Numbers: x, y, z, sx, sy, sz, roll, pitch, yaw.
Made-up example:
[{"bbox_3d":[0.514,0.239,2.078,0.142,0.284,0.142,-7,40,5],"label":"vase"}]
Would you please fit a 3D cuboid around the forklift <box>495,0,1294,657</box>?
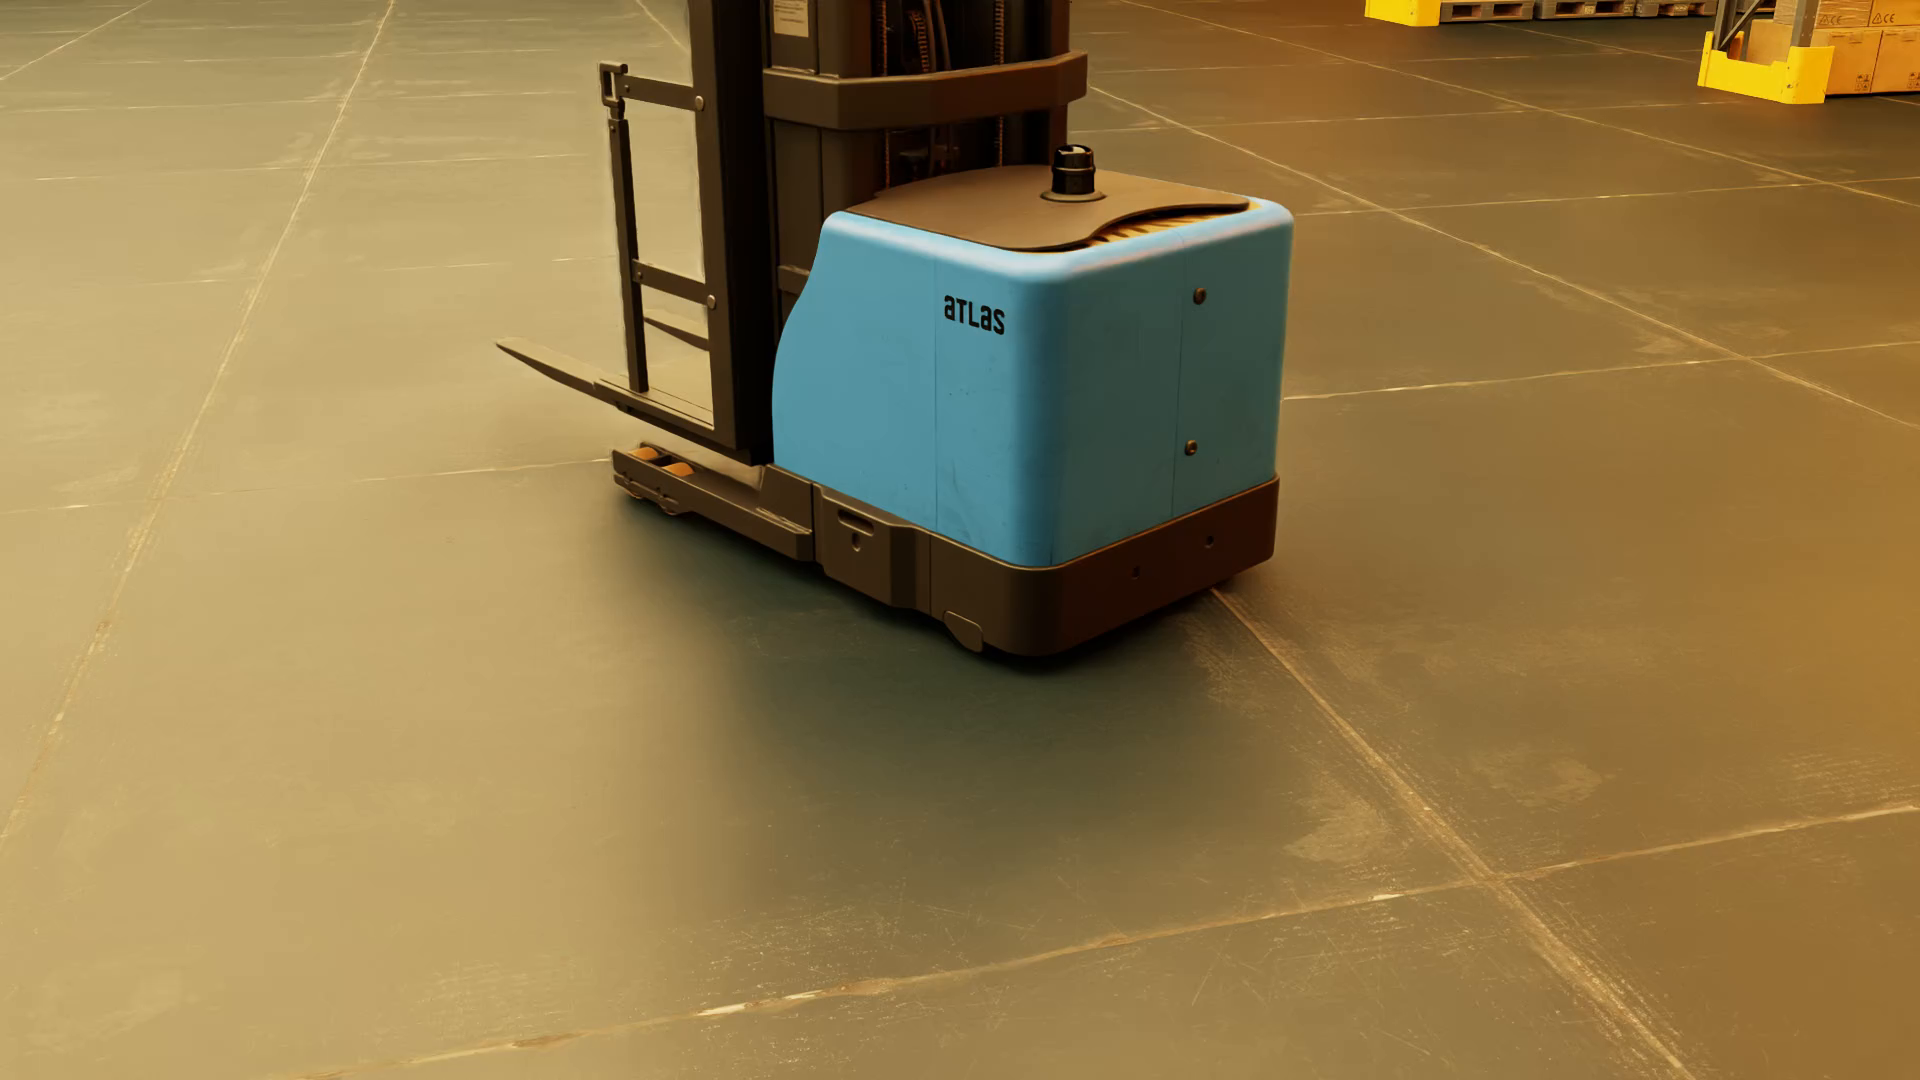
[{"bbox_3d":[-0.468,-1.545,4.940,1.130,2.935,3.031,-20,30,-39],"label":"forklift"}]
